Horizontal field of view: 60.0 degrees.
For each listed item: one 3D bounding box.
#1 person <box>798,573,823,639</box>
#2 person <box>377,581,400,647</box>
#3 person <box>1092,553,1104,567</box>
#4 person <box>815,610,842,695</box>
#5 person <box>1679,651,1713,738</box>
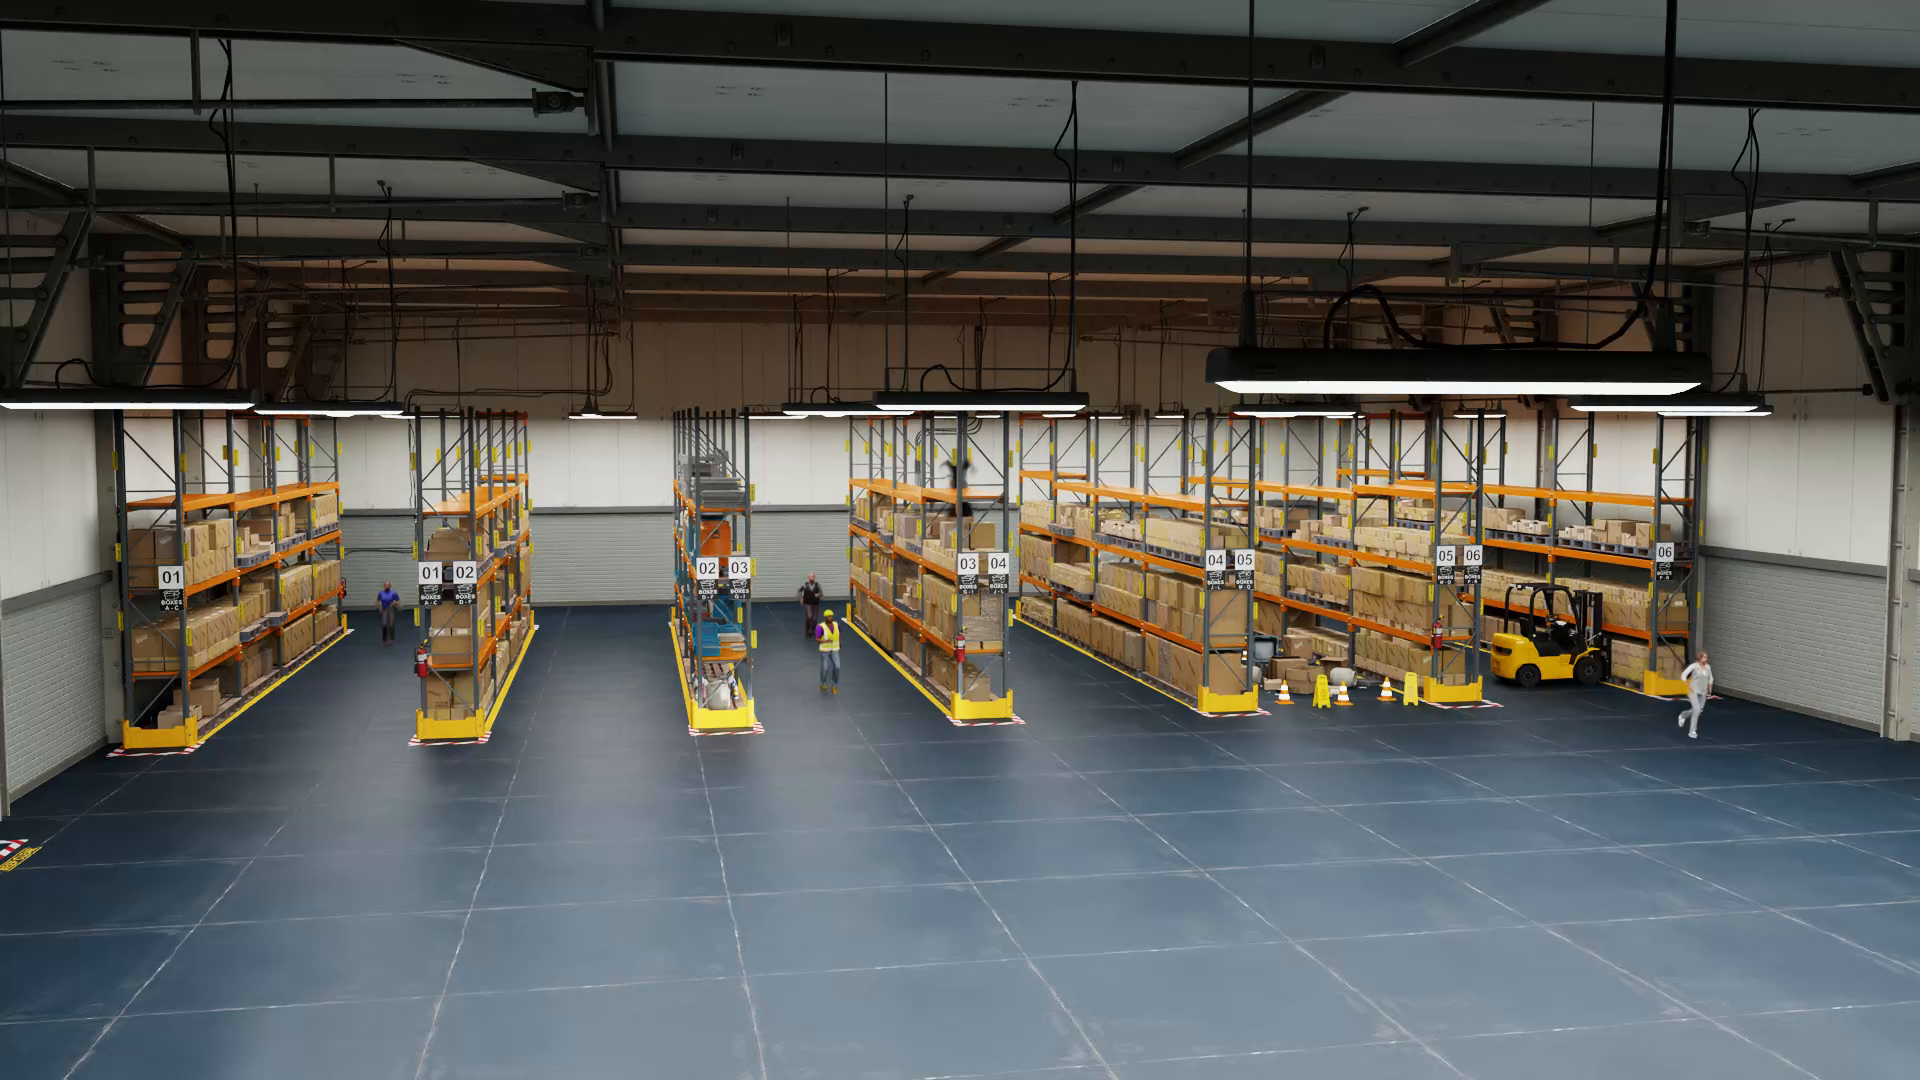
[{"bbox_3d":[-3.928,1.746,43.926,0.629,1.747,0.721,-1,4,-18],"label":"person"},{"bbox_3d":[-14.586,1.890,42.471,0.583,1.690,0.722,-1,4,-13],"label":"person"},{"bbox_3d":[4.341,1.230,51.338,0.751,1.683,0.676,-4,6,-43],"label":"person"},{"bbox_3d":[-2.743,2.362,34.947,0.658,1.811,0.831,-2,4,-21],"label":"person"},{"bbox_3d":[13.483,2.796,30.442,0.605,1.552,0.653,-1,4,-12],"label":"person"}]
